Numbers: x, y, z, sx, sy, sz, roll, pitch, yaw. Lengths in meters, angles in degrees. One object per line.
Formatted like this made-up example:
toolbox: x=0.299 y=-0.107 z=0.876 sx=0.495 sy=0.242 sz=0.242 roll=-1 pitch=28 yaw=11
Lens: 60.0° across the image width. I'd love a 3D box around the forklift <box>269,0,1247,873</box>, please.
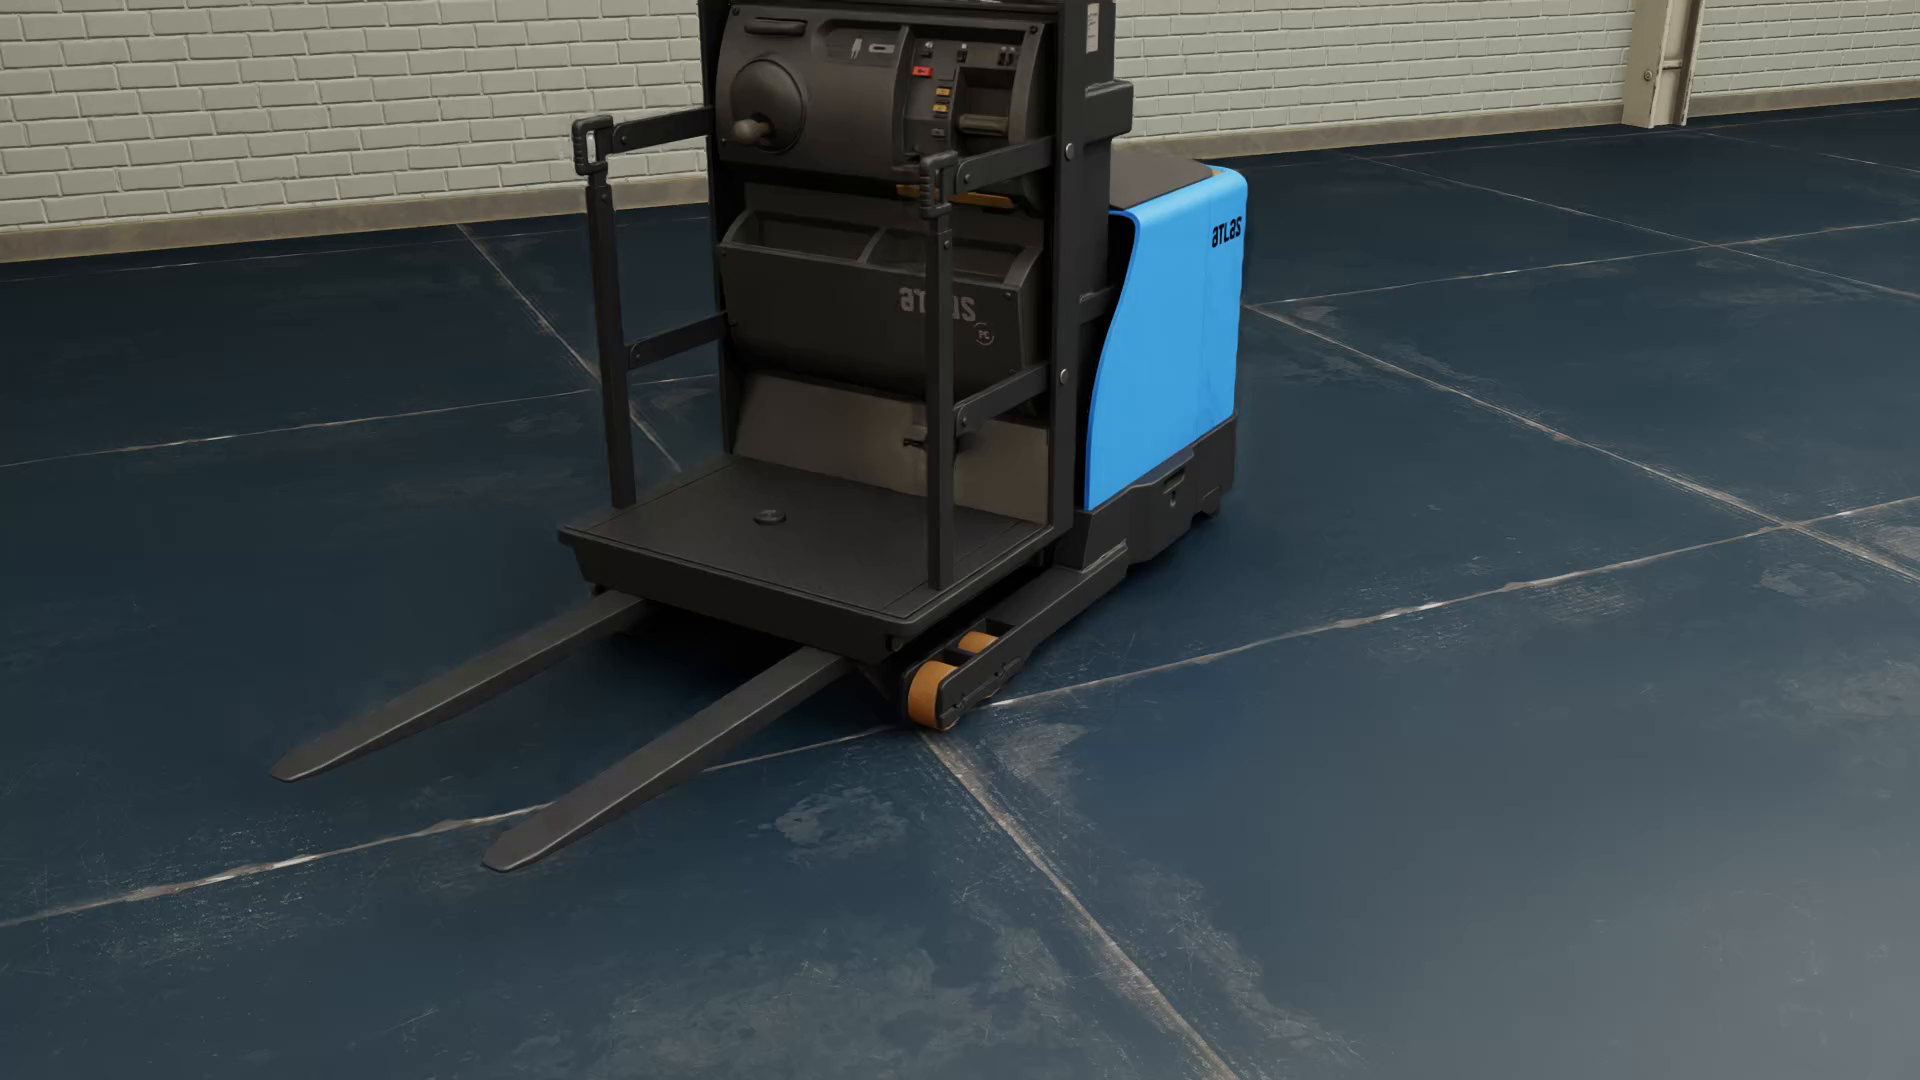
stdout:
forklift: x=-0.326 y=-1.098 z=3.930 sx=1.130 sy=2.935 sz=3.031 roll=13 pitch=26 yaw=29
